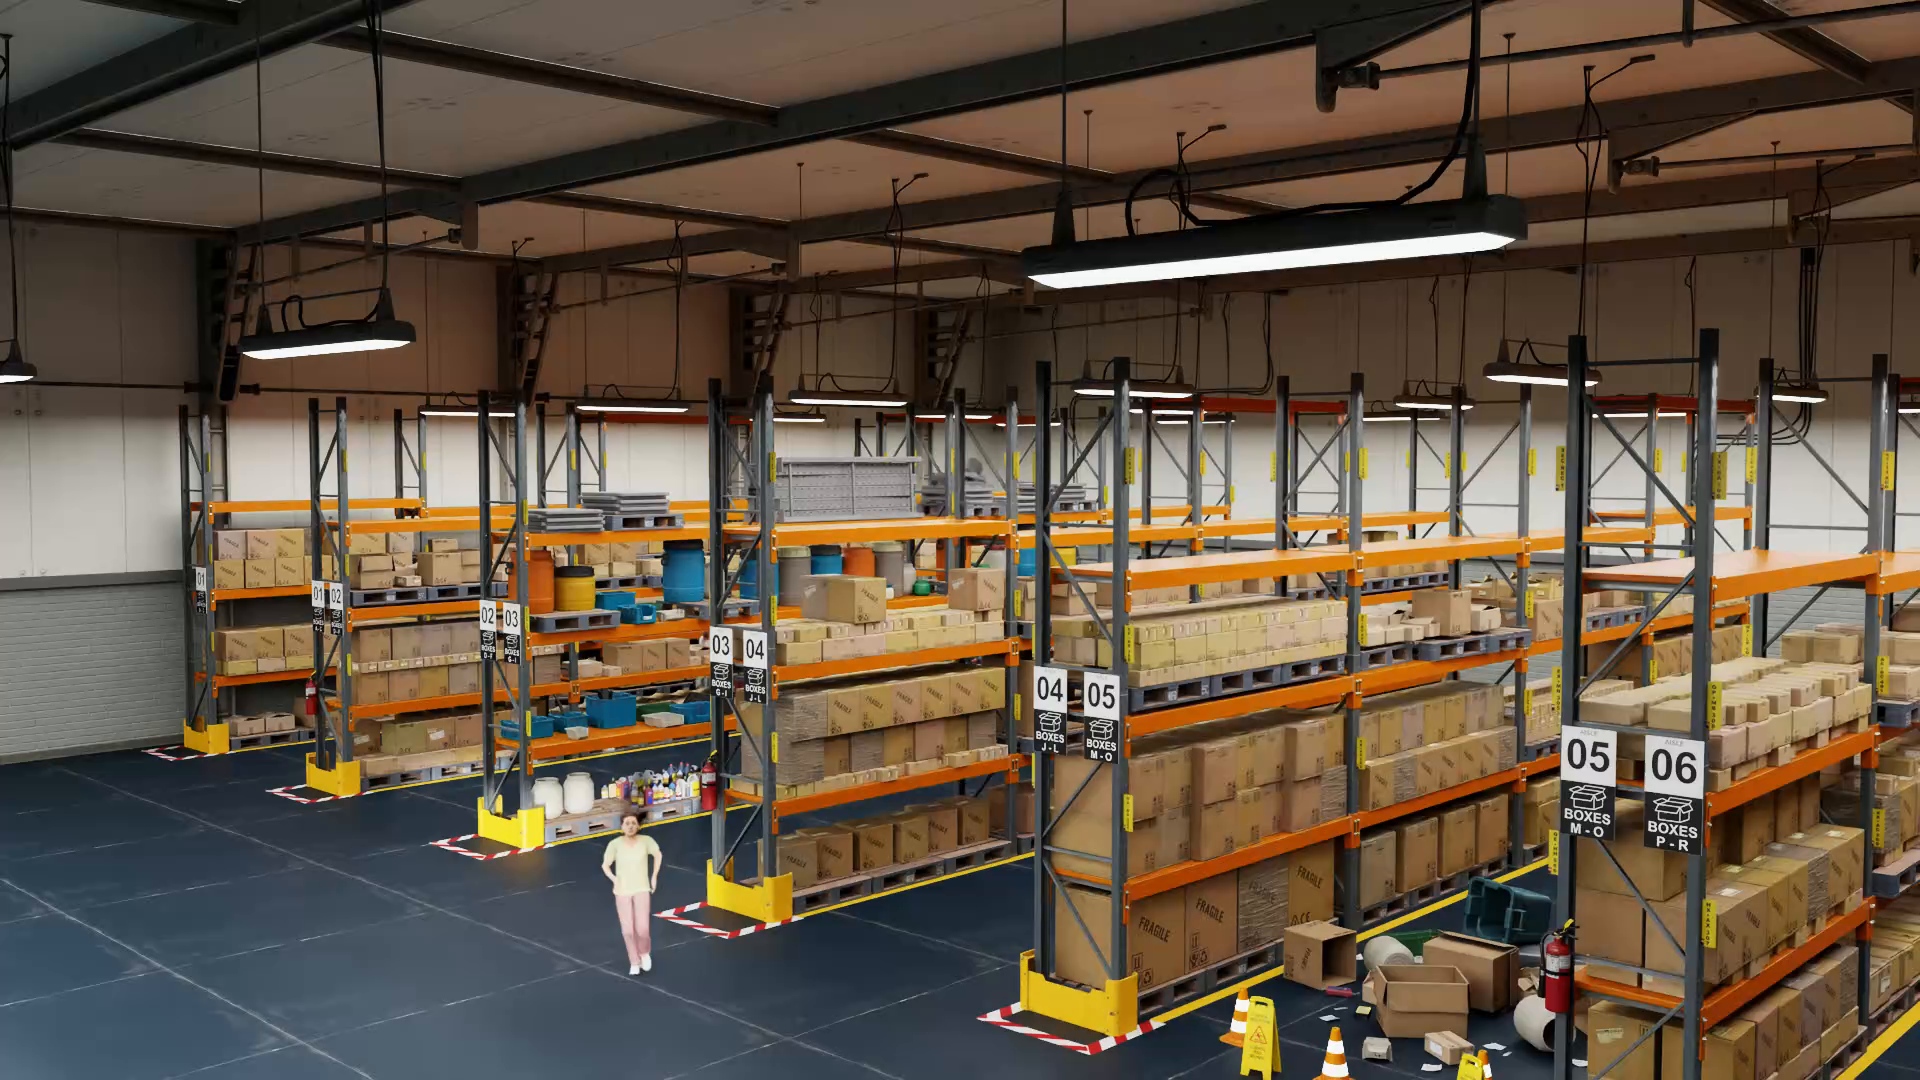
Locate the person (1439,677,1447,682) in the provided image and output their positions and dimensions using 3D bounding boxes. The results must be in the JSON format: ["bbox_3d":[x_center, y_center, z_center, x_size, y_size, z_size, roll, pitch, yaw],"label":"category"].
[{"bbox_3d":[7.639,2.964,25.970,0.588,1.675,0.813,3,4,42],"label":"person"}]

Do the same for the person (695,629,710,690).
[{"bbox_3d":[-5.043,2.541,33.359,0.697,1.785,0.814,2,4,32],"label":"person"}]

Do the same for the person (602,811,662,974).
[{"bbox_3d":[-3.230,3.479,16.354,0.576,1.634,0.553,0,3,-7],"label":"person"}]
